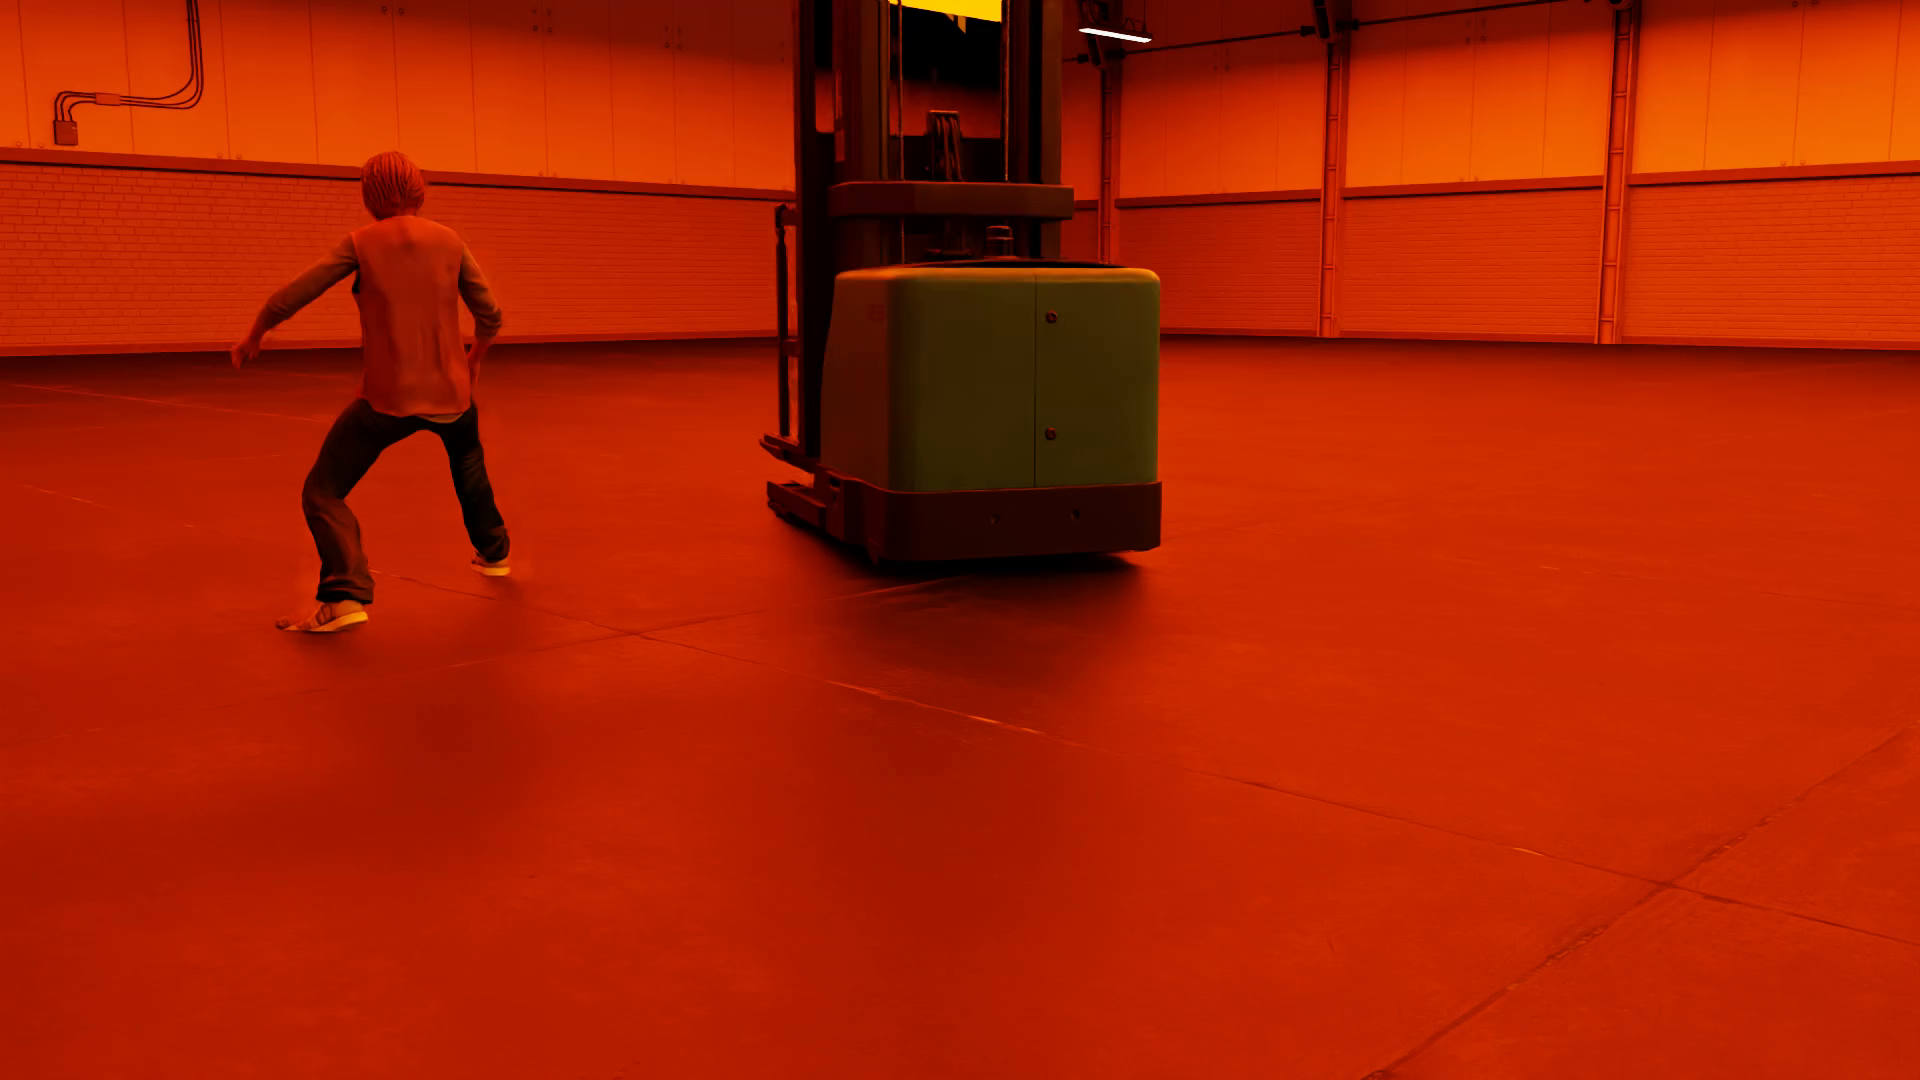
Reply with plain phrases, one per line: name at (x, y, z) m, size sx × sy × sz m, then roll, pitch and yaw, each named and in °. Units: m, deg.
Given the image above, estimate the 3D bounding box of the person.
person at (-1.795, -0.484, 5.275) m, size 0.880 × 1.460 × 0.842 m, roll -6°, pitch 10°, yaw -35°

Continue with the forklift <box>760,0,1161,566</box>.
forklift at (-0.221, -1.537, 7.081) m, size 1.130 × 2.935 × 3.031 m, roll -3°, pitch 9°, yaw -19°
